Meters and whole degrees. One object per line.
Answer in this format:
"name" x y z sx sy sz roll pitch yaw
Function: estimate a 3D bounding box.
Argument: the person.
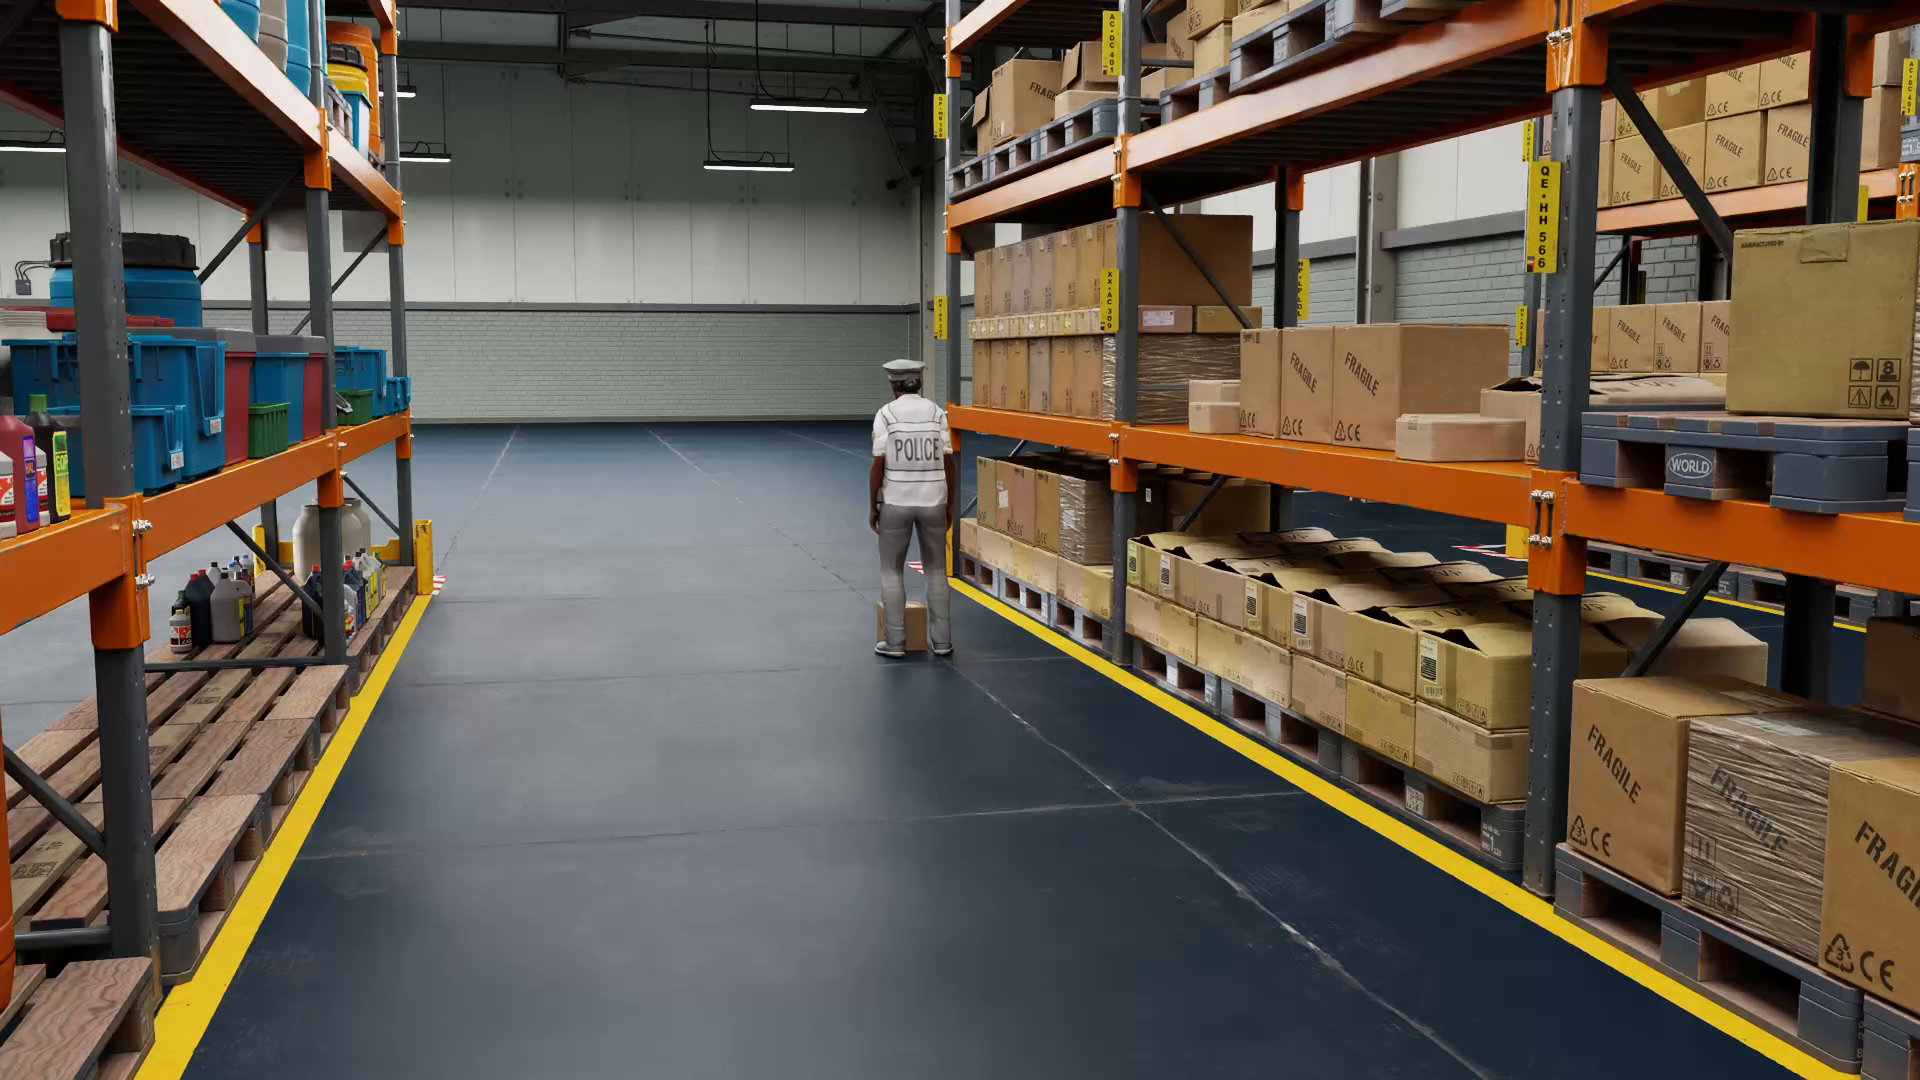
"person" -0.263 -0.176 9.311 0.504 1.657 0.394 -2 6 -15
